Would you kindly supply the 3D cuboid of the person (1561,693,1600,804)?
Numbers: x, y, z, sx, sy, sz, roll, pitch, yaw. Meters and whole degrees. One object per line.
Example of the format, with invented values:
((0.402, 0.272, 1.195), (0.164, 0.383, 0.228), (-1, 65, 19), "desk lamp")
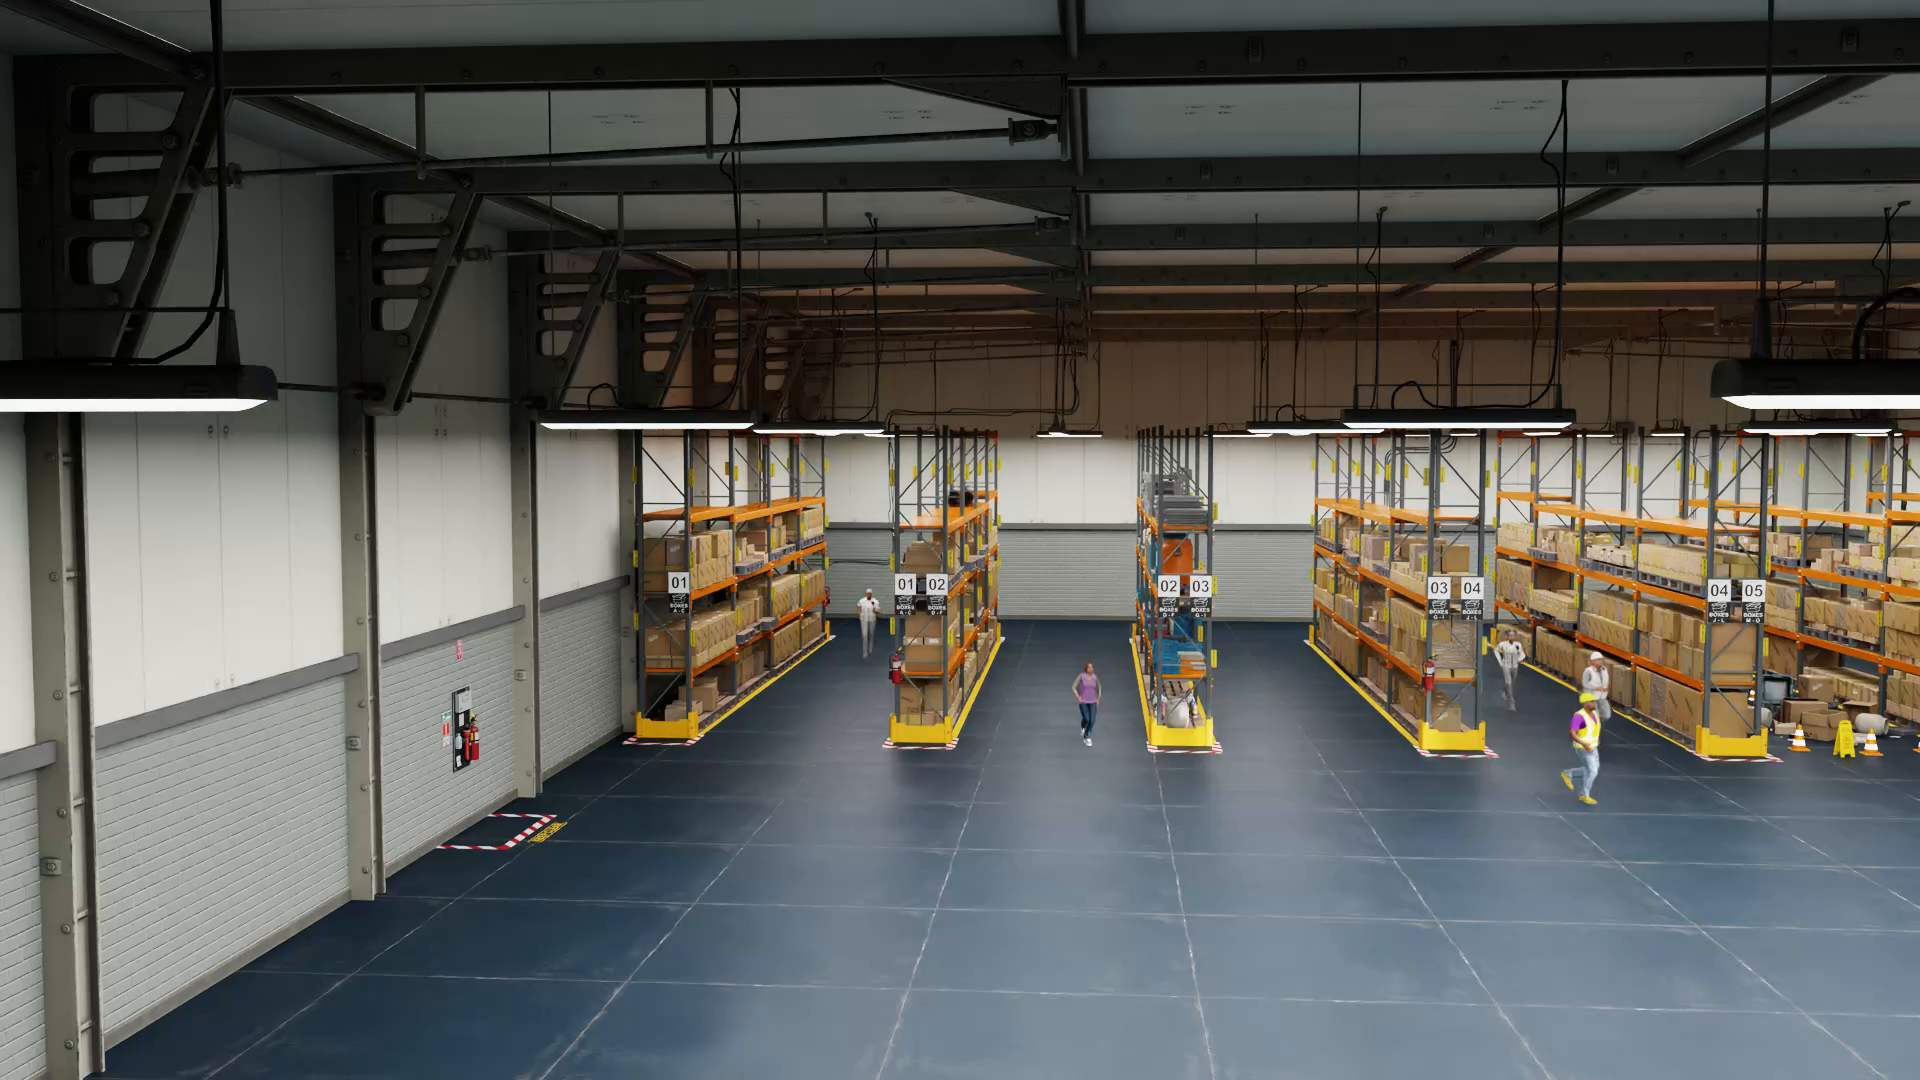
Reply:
((9.849, 3.280, 26.401), (0.704, 1.749, 0.650), (-3, 5, -43), "person")

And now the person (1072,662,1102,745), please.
((2.402, 3.073, 31.310), (0.570, 1.567, 0.492), (-1, 3, -10), "person")

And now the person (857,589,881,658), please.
((-2.322, 2.108, 42.421), (0.593, 1.737, 0.791), (0, 3, -7), "person")

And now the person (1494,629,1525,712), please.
((11.780, 2.751, 35.566), (0.580, 1.713, 1.043), (0, 3, -4), "person")

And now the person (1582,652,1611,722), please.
((12.085, 2.975, 31.466), (0.691, 1.720, 0.630), (-1, 4, -15), "person")
